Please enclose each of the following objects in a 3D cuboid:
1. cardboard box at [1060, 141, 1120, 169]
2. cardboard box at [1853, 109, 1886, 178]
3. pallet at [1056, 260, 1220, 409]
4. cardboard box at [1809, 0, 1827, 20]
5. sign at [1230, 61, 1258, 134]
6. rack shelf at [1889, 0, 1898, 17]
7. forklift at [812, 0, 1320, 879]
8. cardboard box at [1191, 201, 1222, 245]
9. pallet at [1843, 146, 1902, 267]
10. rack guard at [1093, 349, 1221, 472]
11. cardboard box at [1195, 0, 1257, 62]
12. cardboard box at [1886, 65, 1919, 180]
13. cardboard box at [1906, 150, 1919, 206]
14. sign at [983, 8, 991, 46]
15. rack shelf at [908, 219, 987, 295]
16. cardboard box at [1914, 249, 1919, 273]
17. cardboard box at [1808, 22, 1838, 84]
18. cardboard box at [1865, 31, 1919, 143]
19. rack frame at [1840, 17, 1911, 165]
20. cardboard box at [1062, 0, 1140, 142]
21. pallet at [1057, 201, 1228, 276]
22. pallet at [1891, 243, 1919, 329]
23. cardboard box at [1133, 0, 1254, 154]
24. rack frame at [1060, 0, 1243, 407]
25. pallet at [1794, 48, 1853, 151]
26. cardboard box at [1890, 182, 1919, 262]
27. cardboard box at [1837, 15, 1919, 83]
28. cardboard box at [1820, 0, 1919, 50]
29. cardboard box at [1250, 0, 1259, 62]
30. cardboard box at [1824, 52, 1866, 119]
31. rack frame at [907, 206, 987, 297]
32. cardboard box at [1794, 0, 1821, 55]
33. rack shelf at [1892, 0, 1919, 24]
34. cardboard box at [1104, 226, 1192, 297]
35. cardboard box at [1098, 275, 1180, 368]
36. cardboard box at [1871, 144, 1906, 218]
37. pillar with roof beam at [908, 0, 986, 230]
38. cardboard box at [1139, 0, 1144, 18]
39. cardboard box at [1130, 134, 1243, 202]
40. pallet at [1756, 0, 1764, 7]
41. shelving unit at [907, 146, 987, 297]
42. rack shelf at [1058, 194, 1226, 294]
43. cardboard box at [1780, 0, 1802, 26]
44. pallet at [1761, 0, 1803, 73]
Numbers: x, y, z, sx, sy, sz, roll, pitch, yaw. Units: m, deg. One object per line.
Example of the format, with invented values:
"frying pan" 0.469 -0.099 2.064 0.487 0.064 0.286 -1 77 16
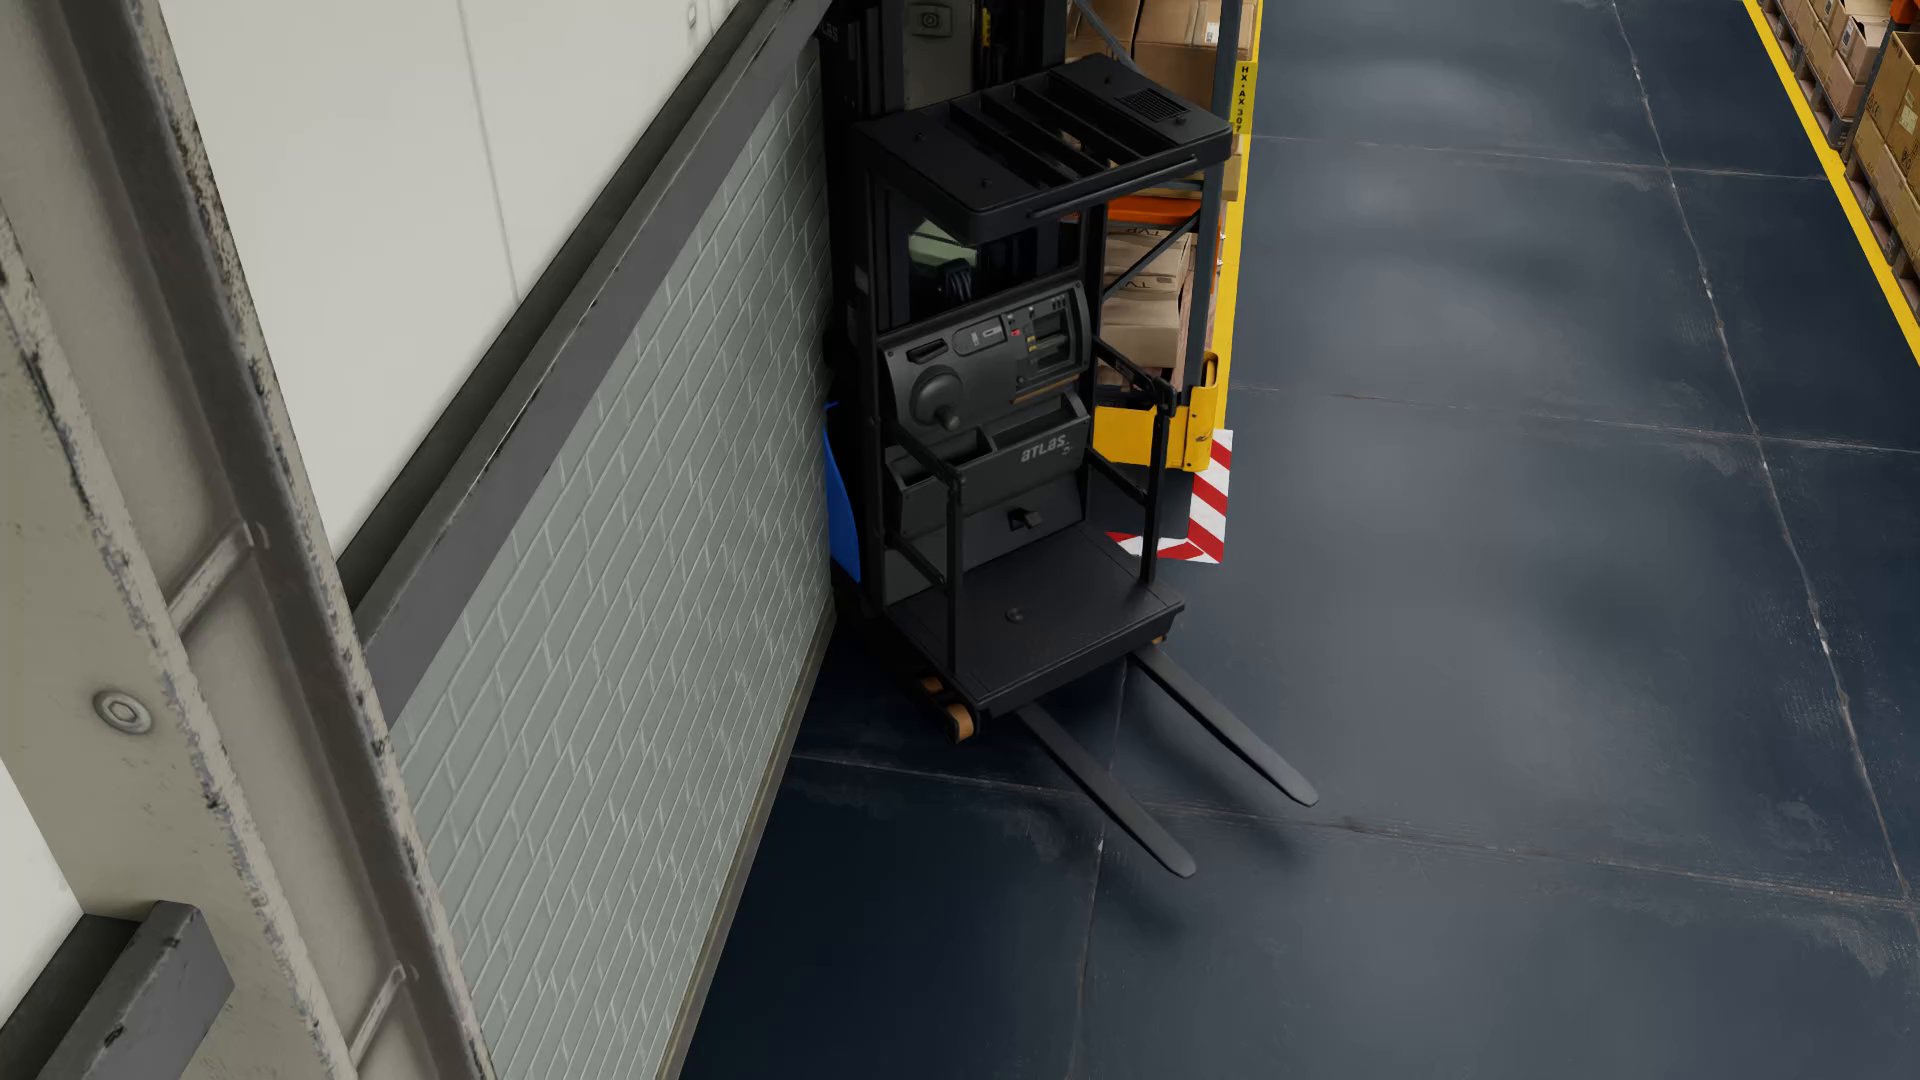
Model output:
"cardboard box" 0.560 -1.876 7.864 0.500 0.250 0.500 7 40 8
"cardboard box" 5.863 -2.423 10.251 0.500 0.250 0.500 6 40 8
"pallet" 0.859 -1.090 9.000 1.003 0.211 1.213 6 40 8
"cardboard box" 6.202 -3.822 11.504 0.500 0.311 0.500 6 40 8
"sign" 1.205 -1.885 7.094 0.100 0.325 0.005 6 40 8
"rack shelf" 6.588 -4.556 11.568 1.077 0.370 4.000 6 40 8
"forklift" 0.239 -0.649 6.332 1.130 2.935 3.031 -23 45 -26
"cardboard box" 1.153 -2.055 9.594 0.700 0.500 0.500 4 40 5
"pallet" 6.063 -2.009 10.111 1.003 0.211 1.213 6 40 8
"rack guard" 0.683 -0.696 8.296 1.175 0.500 0.348 6 40 8
"cardboard box" 1.144 -2.426 7.941 0.500 0.500 0.500 7 40 8
"cardboard box" 5.775 -2.398 9.633 0.500 0.500 0.500 6 40 8
"cardboard box" 5.681 -2.085 9.254 0.500 0.500 0.500 6 40 8
"sign" 0.127 -2.253 7.062 0.100 0.325 0.005 6 40 8
"rack shelf" 0.054 -1.258 7.363 0.431 0.370 0.720 17 40 15
"cardboard box" 5.599 -1.482 9.113 0.500 0.250 0.500 6 40 8
"cardboard box" 6.118 -3.290 11.300 0.500 0.250 0.500 6 40 7
"cardboard box" 5.853 -2.713 10.014 0.500 0.500 0.500 6 40 8
"rack frame" 6.242 -3.578 9.820 1.000 3.000 0.127 6 40 8
"cardboard box" 0.542 -2.170 7.631 0.500 0.500 0.500 6 40 7
"pallet" 1.072 -1.854 9.923 1.003 0.211 1.213 6 40 8
"pallet" 5.854 -1.241 9.182 1.003 0.211 1.213 6 40 8
"cardboard box" 1.049 -2.117 7.567 0.500 0.500 0.500 6 40 8
"rack frame" 0.670 -1.612 7.442 1.000 3.000 0.127 6 40 8
"pallet" 6.331 -2.970 11.273 1.003 0.211 1.213 6 40 8
"cardboard box" 5.680 -1.796 9.493 0.500 0.250 0.500 6 40 8
"cardboard box" 6.030 -3.182 10.730 0.500 0.311 0.500 6 40 8
"cardboard box" 6.114 -3.509 11.125 0.500 0.311 0.500 7 40 9
"cardboard box" 1.240 -2.750 8.332 0.500 0.500 0.500 5 40 6
"cardboard box" 6.028 -2.972 10.916 0.500 0.250 0.500 6 40 7
"rack frame" -0.108 -0.749 7.335 0.400 1.500 0.023 17 40 15
"cardboard box" 6.206 -3.611 11.688 0.500 0.250 0.500 7 40 9
"rack shelf" 5.896 -2.046 8.531 1.077 0.370 4.000 6 40 8
"cardboard box" 0.977 -1.527 9.104 0.500 0.311 0.500 10 41 11
"cardboard box" 0.879 -1.169 8.672 0.500 0.311 0.500 2 40 3
"cardboard box" 5.772 -2.109 9.872 0.500 0.250 0.500 6 40 8
"pillar with roof beam" 4.179 -3.984 5.603 9.100 9.000 0.400 6 40 8
"cardboard box" 0.639 -2.485 8.011 0.500 0.500 0.500 7 40 8
"cardboard box" 1.067 -1.833 7.811 0.500 0.250 0.500 5 40 6
"pallet" 6.753 -4.501 13.126 1.003 0.211 1.213 6 40 8
"shelving unit" 0.030 -0.953 7.605 0.431 1.500 0.755 17 40 15
"rack shelf" 1.016 -2.589 9.189 1.077 0.370 4.000 6 40 8
"cardboard box" 6.295 -3.930 12.074 0.500 0.250 0.500 7 40 9
"pallet" 6.540 -3.738 12.202 1.003 0.211 1.213 6 40 8
